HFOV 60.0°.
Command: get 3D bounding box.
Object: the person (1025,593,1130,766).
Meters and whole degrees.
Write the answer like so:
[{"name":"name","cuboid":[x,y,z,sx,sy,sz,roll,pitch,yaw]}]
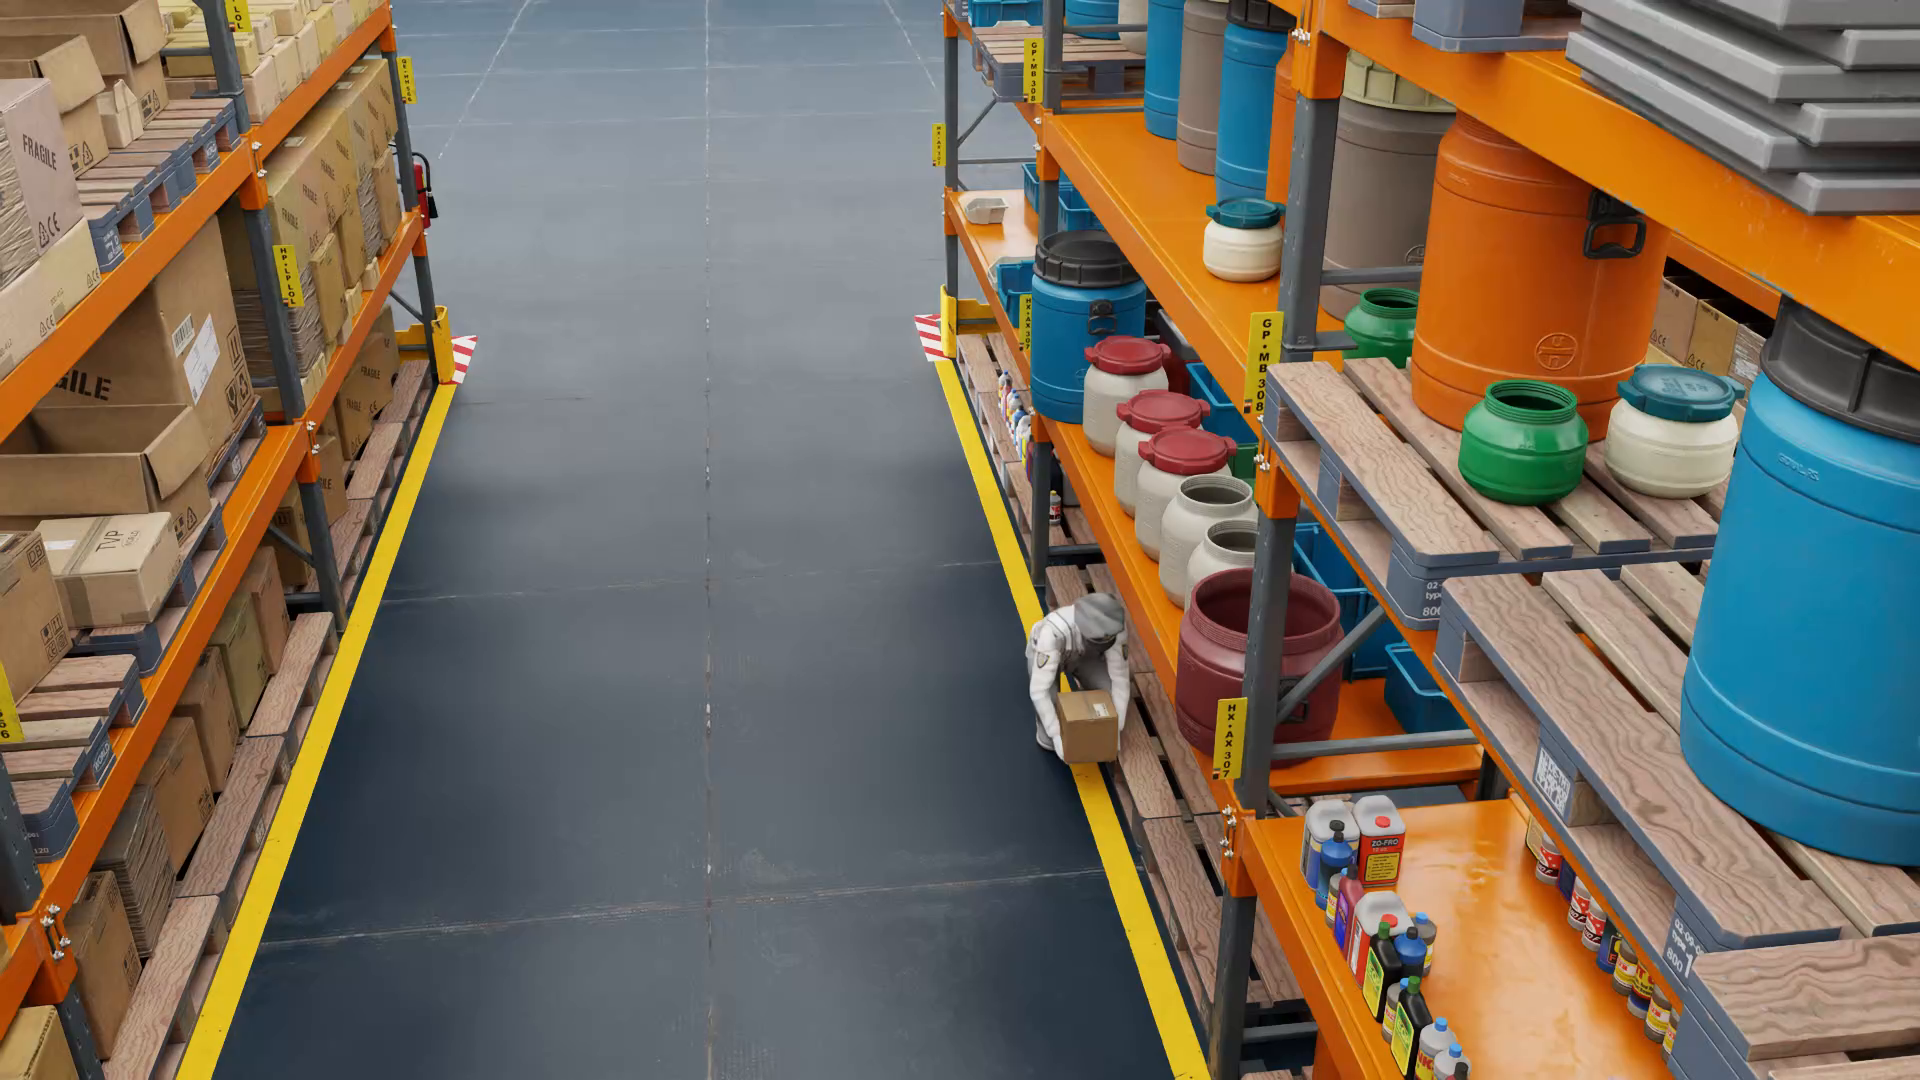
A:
[{"name":"person","cuboid":[0.566,0.613,8.211,0.501,0.963,0.823,-4,28,-7]}]
